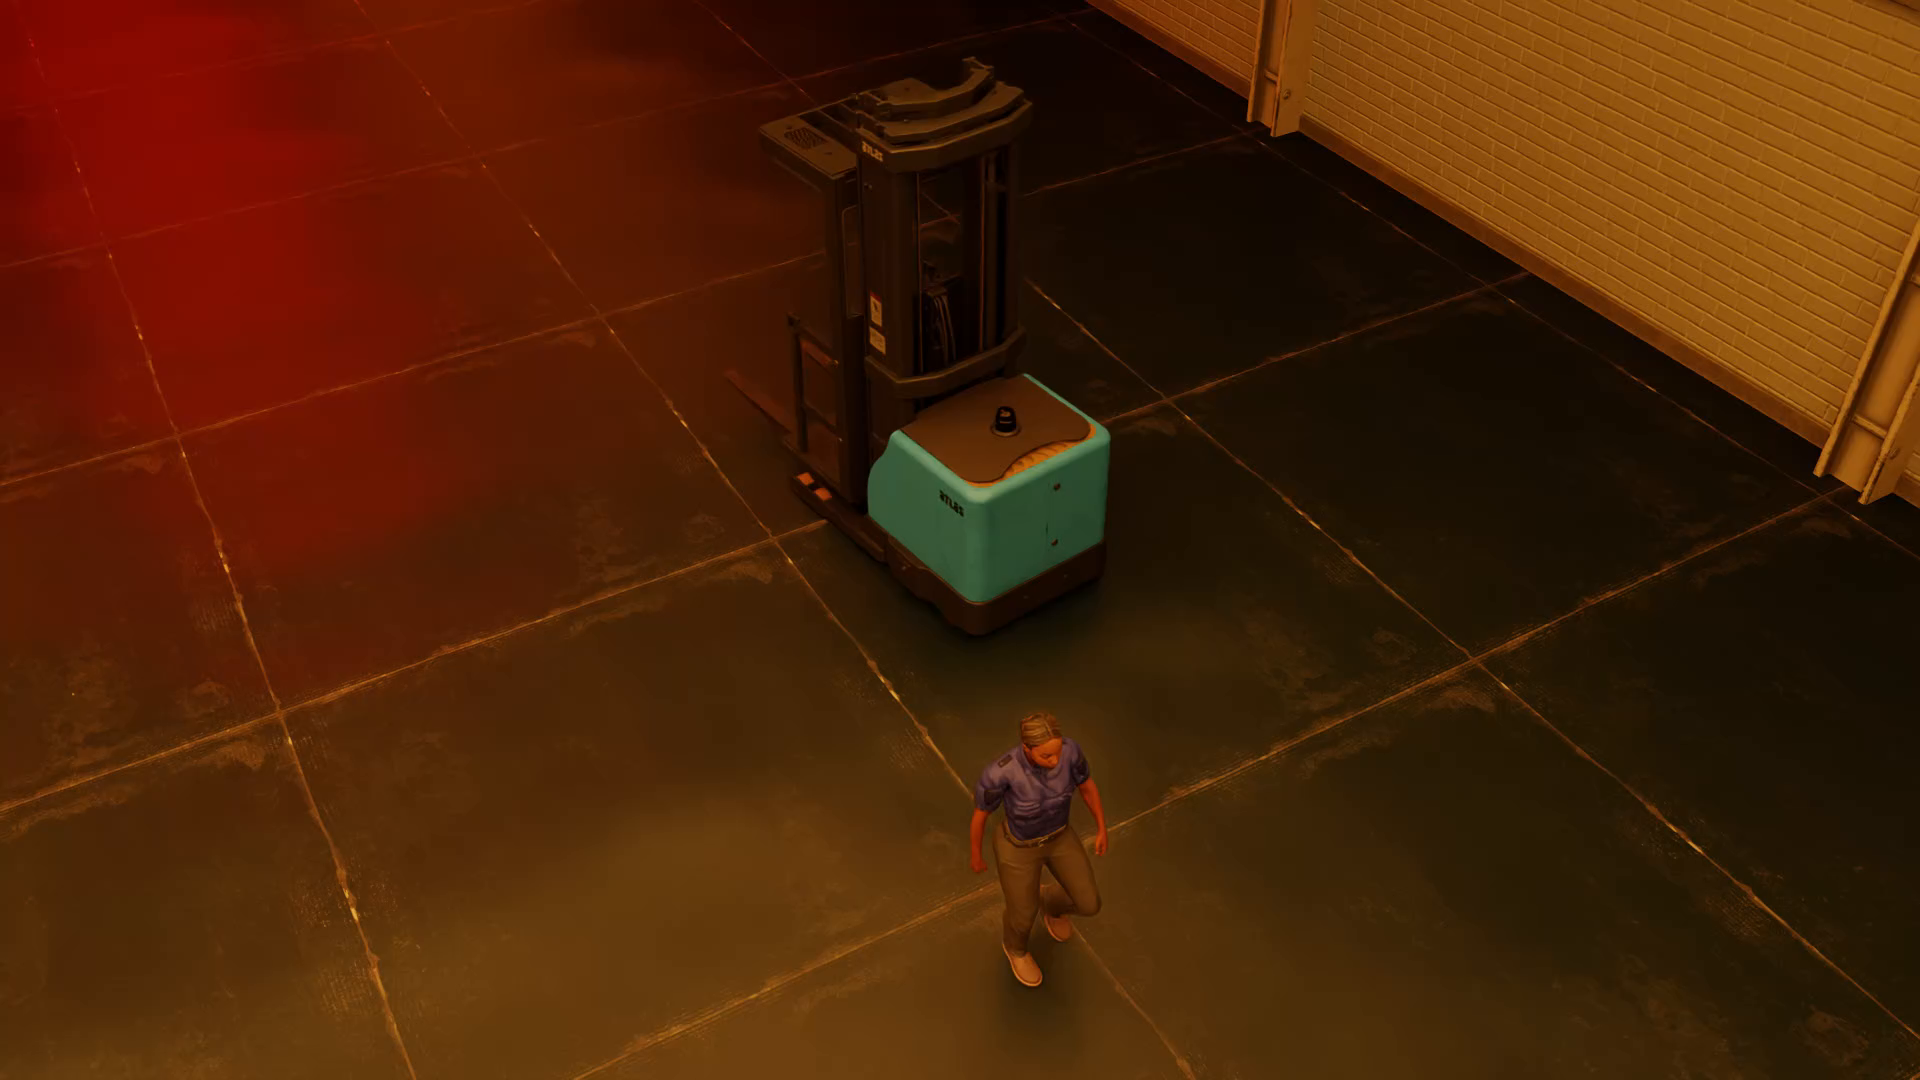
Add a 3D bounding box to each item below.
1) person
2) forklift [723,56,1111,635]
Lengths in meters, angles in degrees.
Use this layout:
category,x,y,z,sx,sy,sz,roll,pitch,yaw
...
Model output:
category,x,y,z,sx,sy,sz,roll,pitch,yaw
person,0.371,1.384,7.395,0.611,1.625,0.431,-18,43,-21
forklift,-0.428,-1.467,9.805,1.130,2.935,3.031,-26,46,-28
